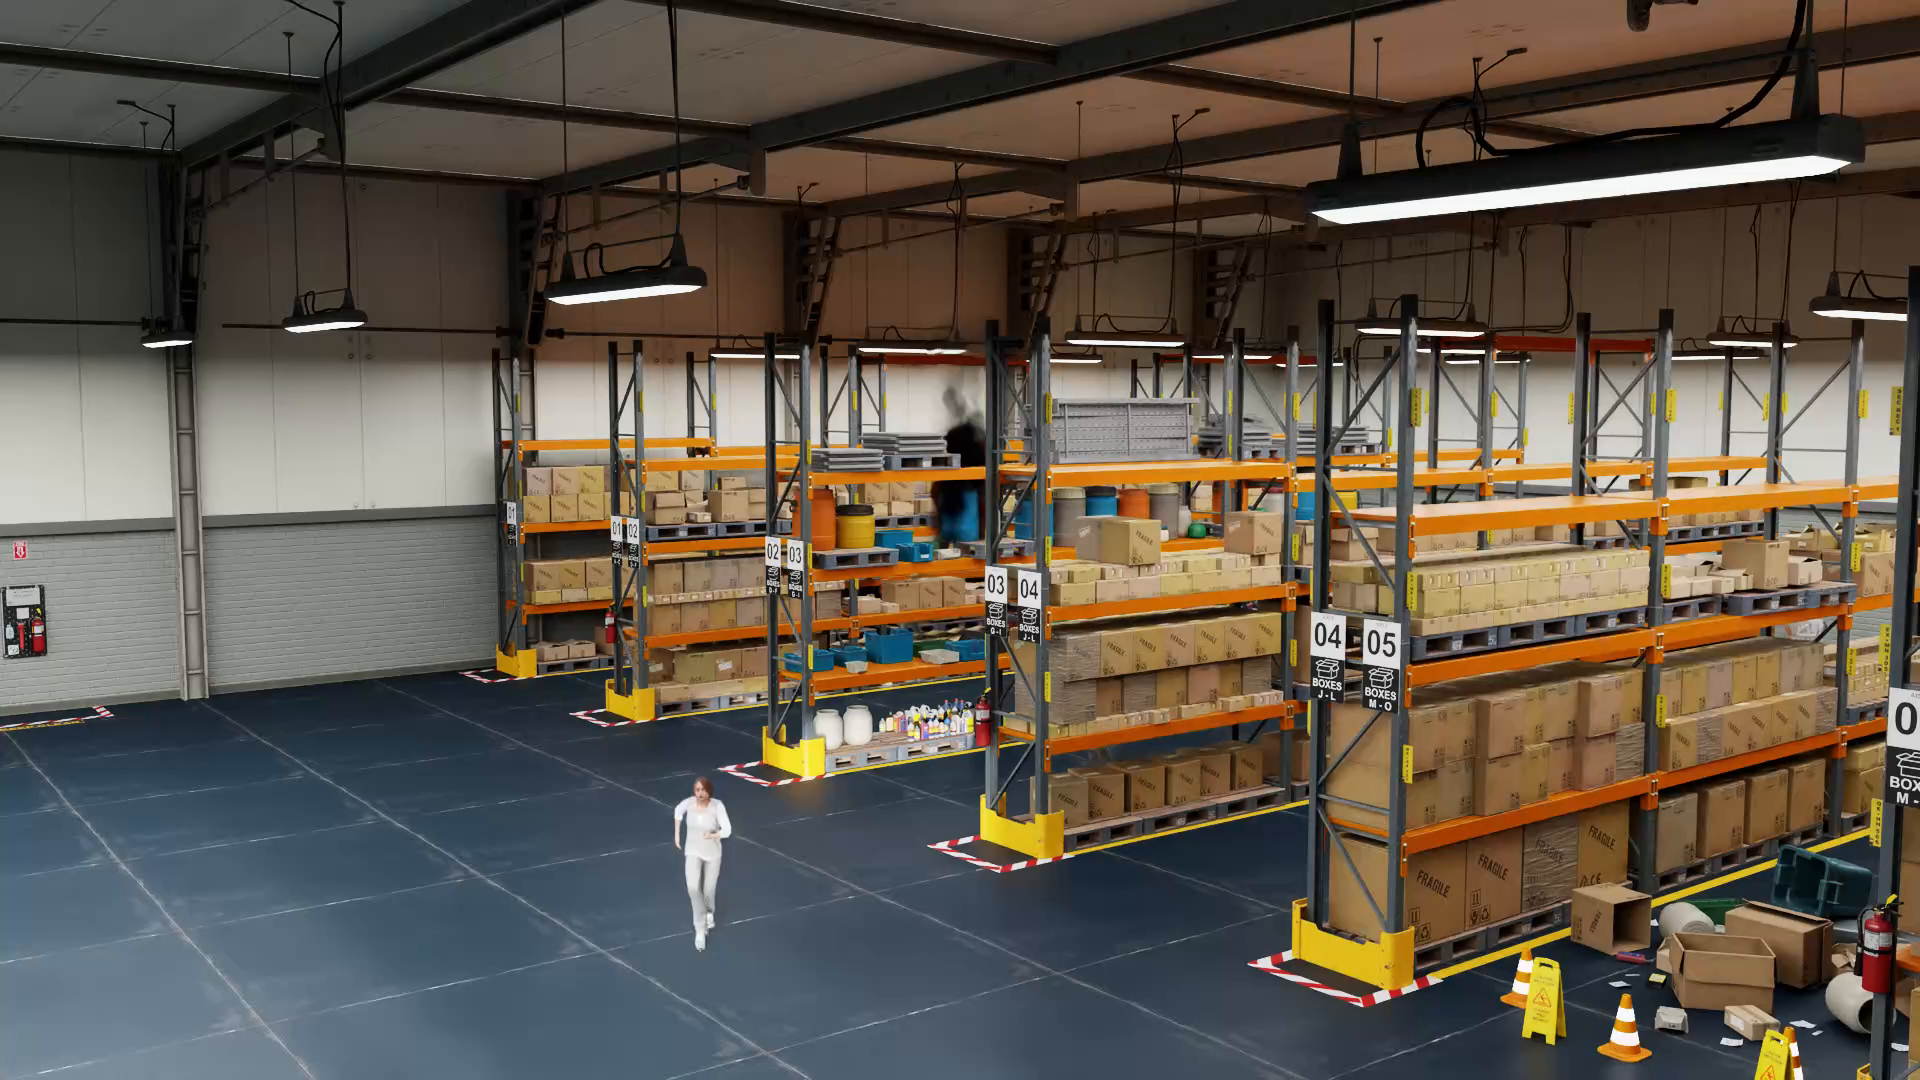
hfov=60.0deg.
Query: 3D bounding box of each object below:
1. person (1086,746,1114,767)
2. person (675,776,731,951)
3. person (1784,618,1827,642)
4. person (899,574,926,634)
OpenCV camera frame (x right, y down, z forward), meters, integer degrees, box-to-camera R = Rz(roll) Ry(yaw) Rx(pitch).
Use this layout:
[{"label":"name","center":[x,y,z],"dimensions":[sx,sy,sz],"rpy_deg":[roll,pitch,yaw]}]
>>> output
[{"label":"person","center":[1.805,2.385,21.729],"dimensions":[0.762,1.824,0.672],"rpy_deg":[-4,6,-36]},{"label":"person","center":[-2.420,2.997,15.683],"dimensions":[0.555,1.615,0.789],"rpy_deg":[0,5,-1]},{"label":"person","center":[14.546,1.780,28.510],"dimensions":[0.703,1.806,0.856],"rpy_deg":[-2,5,-17]},{"label":"person","center":[-0.946,1.434,32.619],"dimensions":[0.915,1.704,0.604],"rpy_deg":[-4,7,-40]}]
